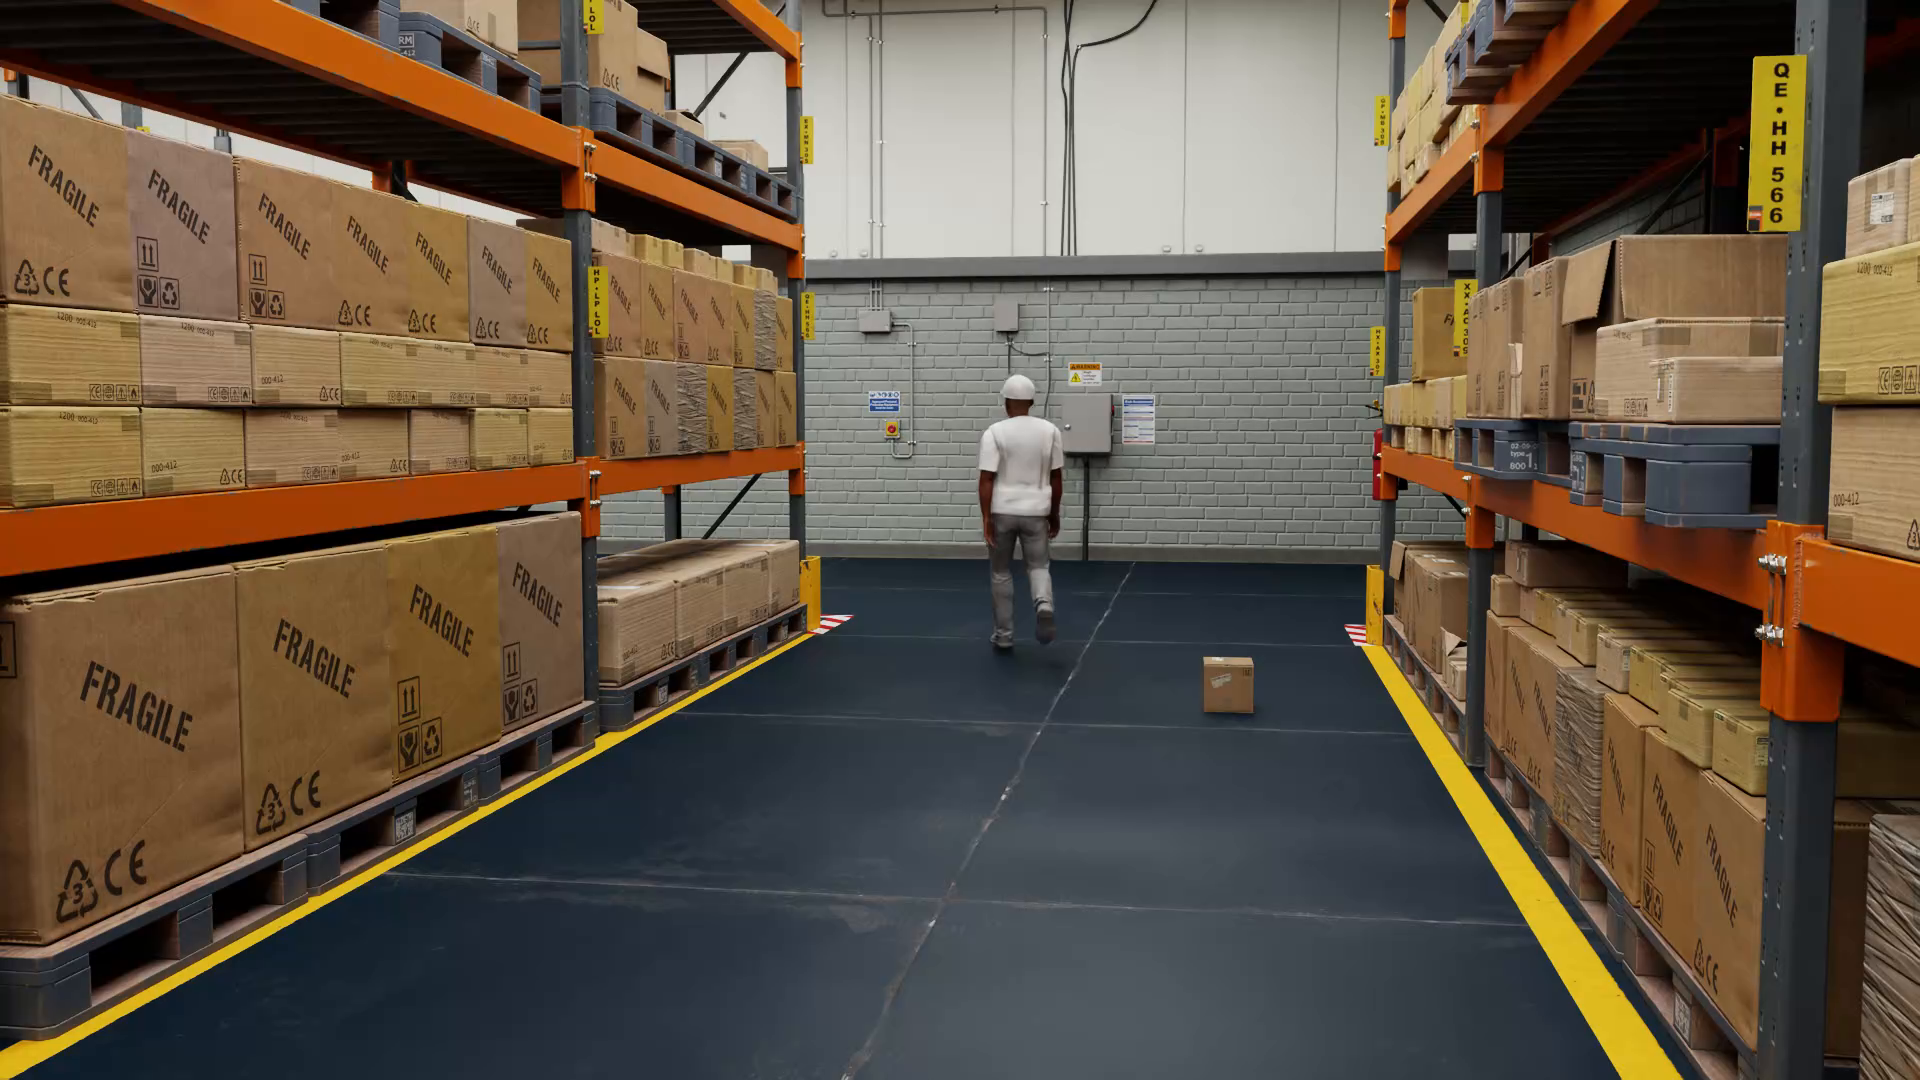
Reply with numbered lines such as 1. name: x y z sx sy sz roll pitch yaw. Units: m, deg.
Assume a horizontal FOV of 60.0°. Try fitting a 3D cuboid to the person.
1. person: 0.385 -0.171 10.500 0.558 1.741 0.780 -1 4 -8
